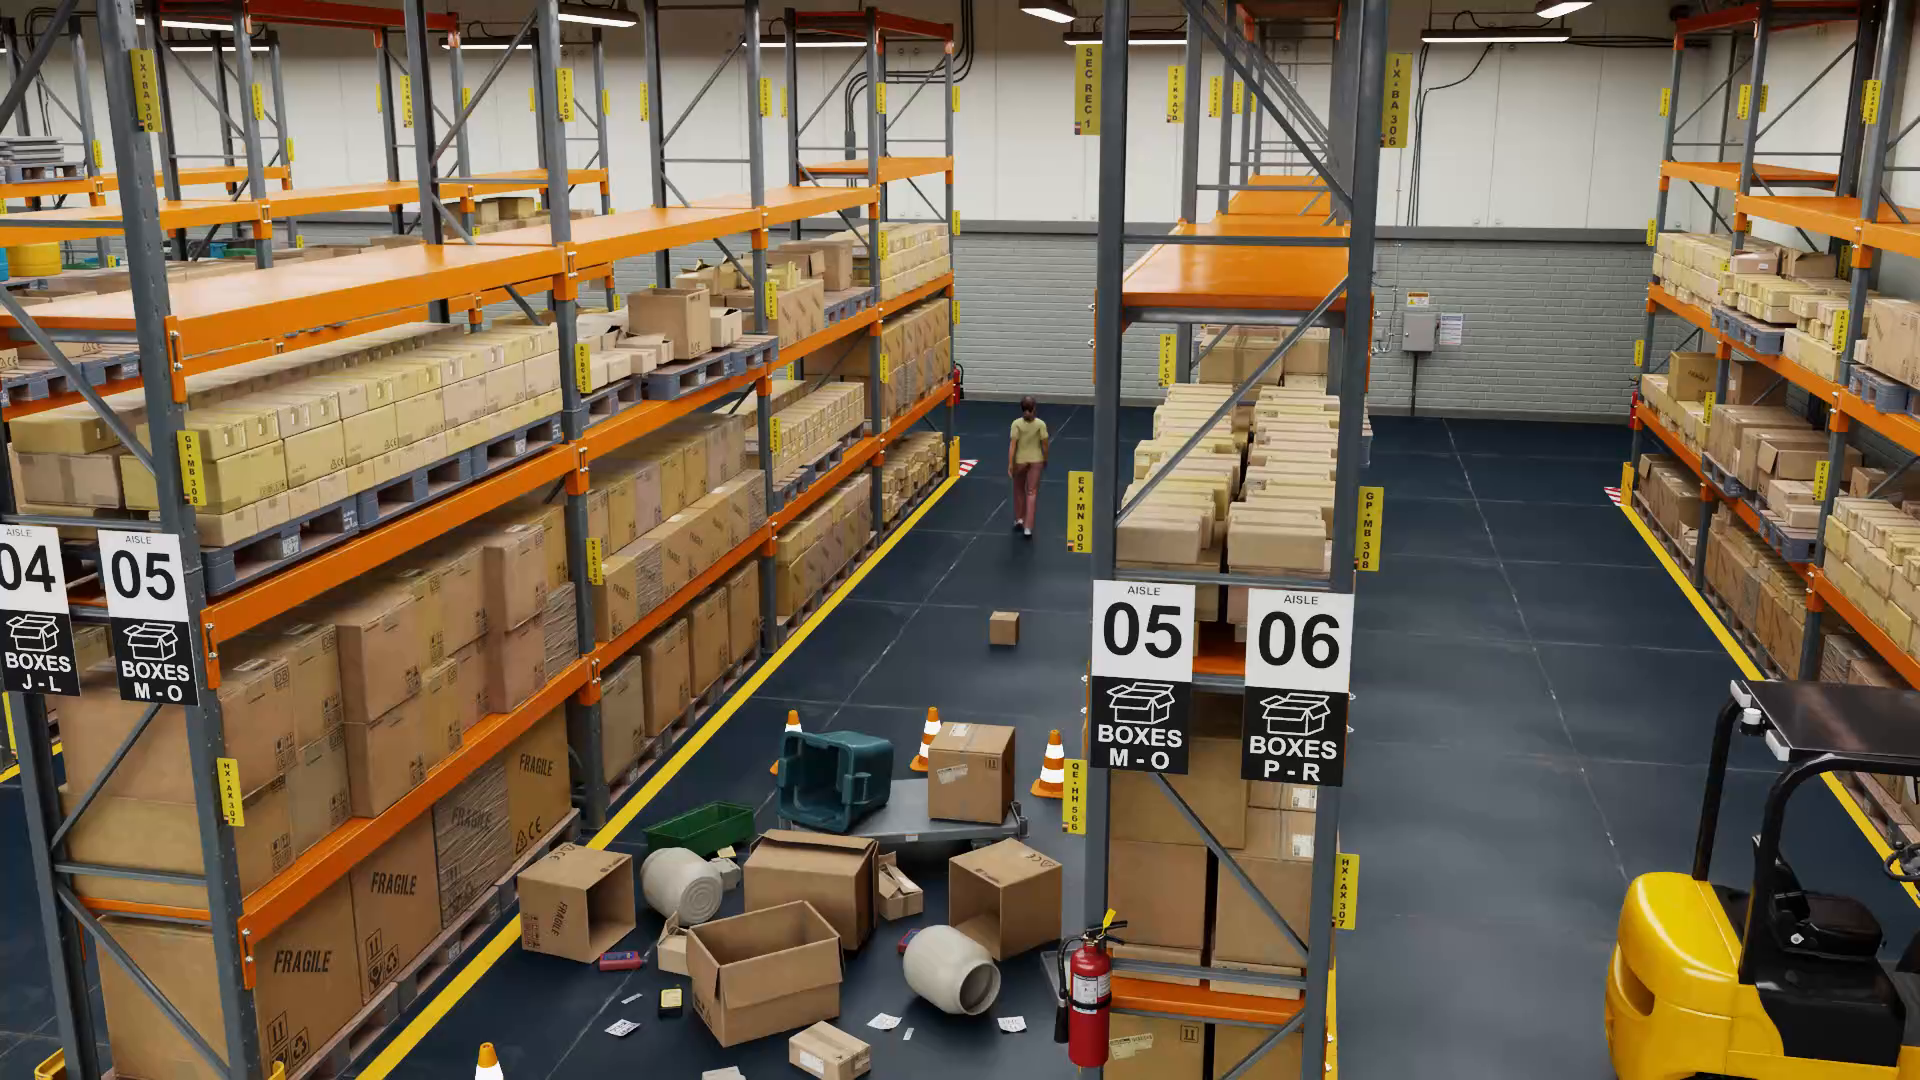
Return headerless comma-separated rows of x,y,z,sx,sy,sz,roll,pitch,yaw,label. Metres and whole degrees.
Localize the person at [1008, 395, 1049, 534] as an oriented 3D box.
0.823,-0.921,19.870,0.479,1.669,0.843,1,15,4,person
